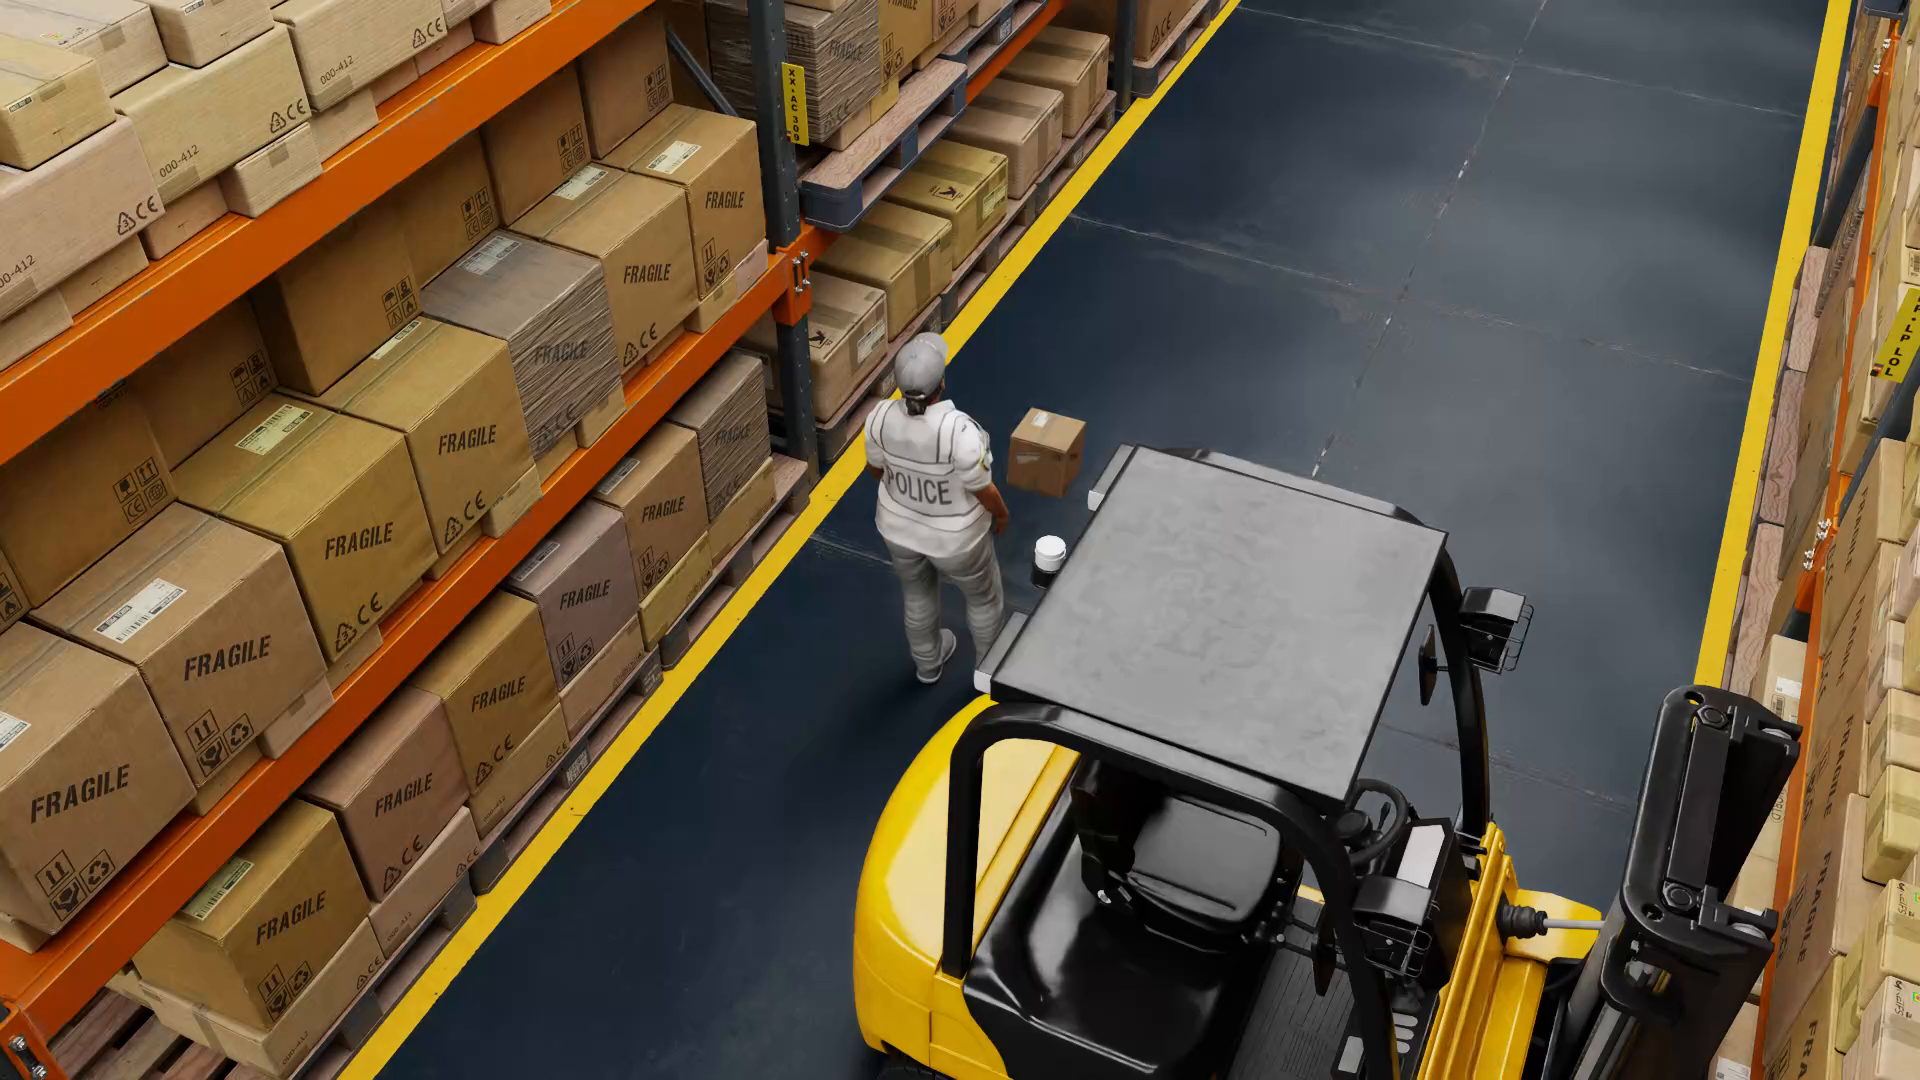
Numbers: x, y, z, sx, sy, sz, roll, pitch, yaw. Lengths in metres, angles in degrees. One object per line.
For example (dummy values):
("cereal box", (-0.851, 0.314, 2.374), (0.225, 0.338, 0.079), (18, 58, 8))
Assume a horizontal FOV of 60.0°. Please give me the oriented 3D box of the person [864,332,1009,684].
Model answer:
("person", (-0.039, -0.102, 6.256), (0.575, 1.670, 0.523), (17, 45, 18))
